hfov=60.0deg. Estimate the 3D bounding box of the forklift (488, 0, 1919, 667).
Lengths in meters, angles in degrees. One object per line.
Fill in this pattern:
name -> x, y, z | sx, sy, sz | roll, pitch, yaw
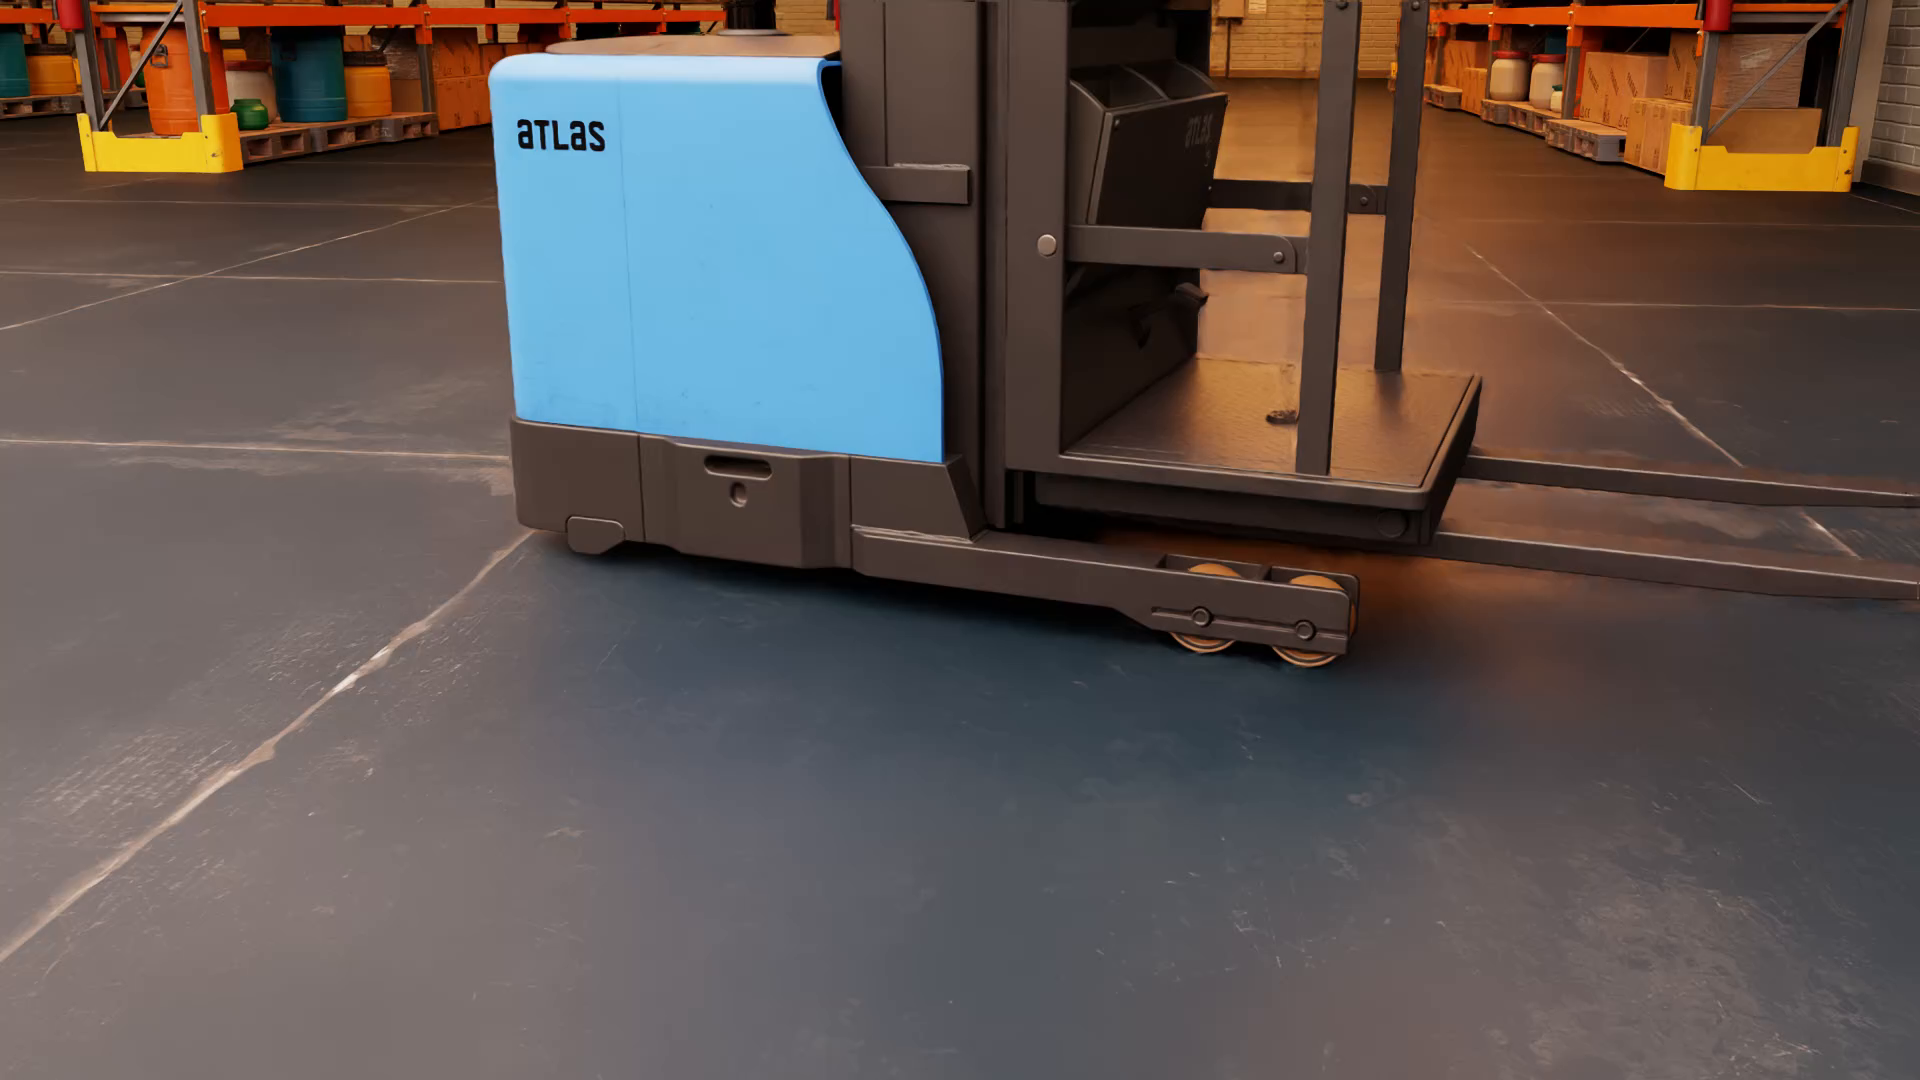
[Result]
forklift -> 0.573, -1.344, 3.214 | 3.031, 2.935, 1.130 | 7, 19, 20
